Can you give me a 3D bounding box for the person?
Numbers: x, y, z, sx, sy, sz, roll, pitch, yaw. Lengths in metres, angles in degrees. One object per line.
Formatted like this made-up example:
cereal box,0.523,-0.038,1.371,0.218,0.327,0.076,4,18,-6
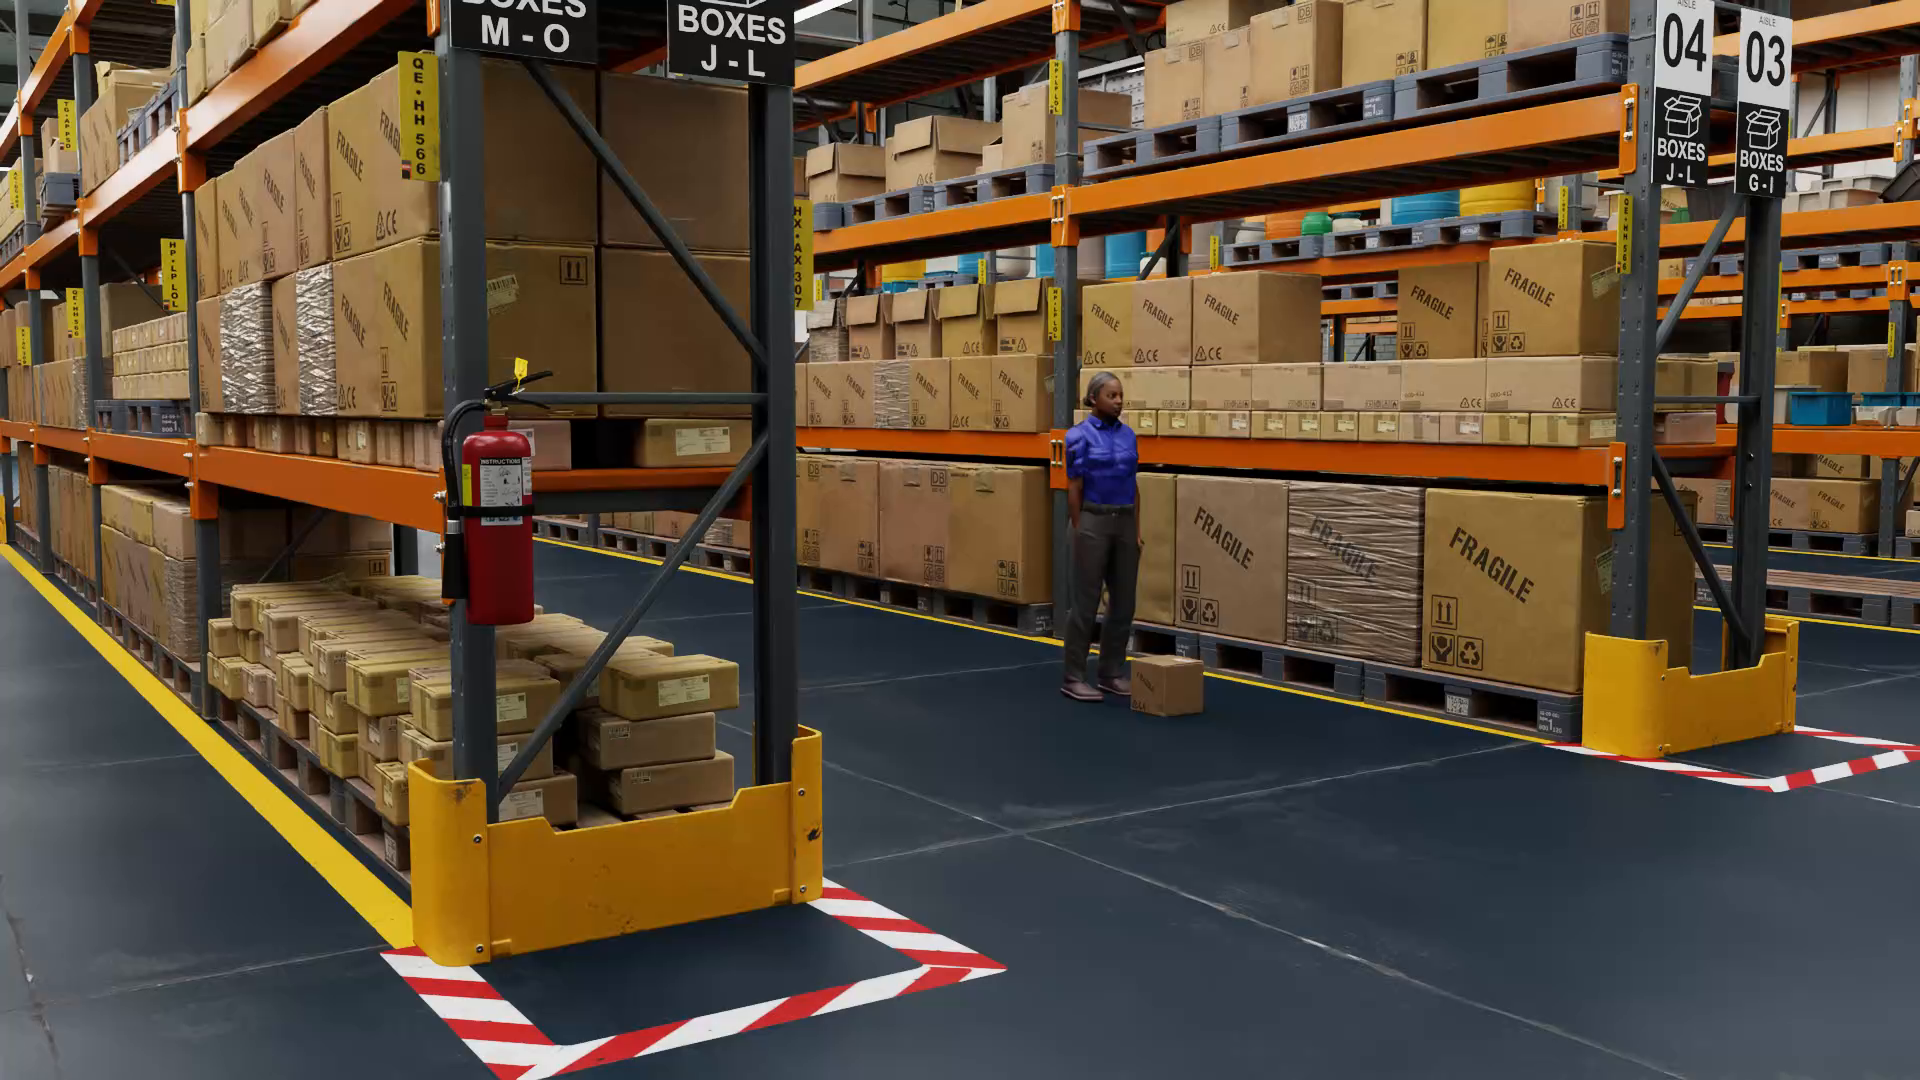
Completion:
person,0.738,-0.026,8.445,0.435,1.656,0.302,-3,6,-32
